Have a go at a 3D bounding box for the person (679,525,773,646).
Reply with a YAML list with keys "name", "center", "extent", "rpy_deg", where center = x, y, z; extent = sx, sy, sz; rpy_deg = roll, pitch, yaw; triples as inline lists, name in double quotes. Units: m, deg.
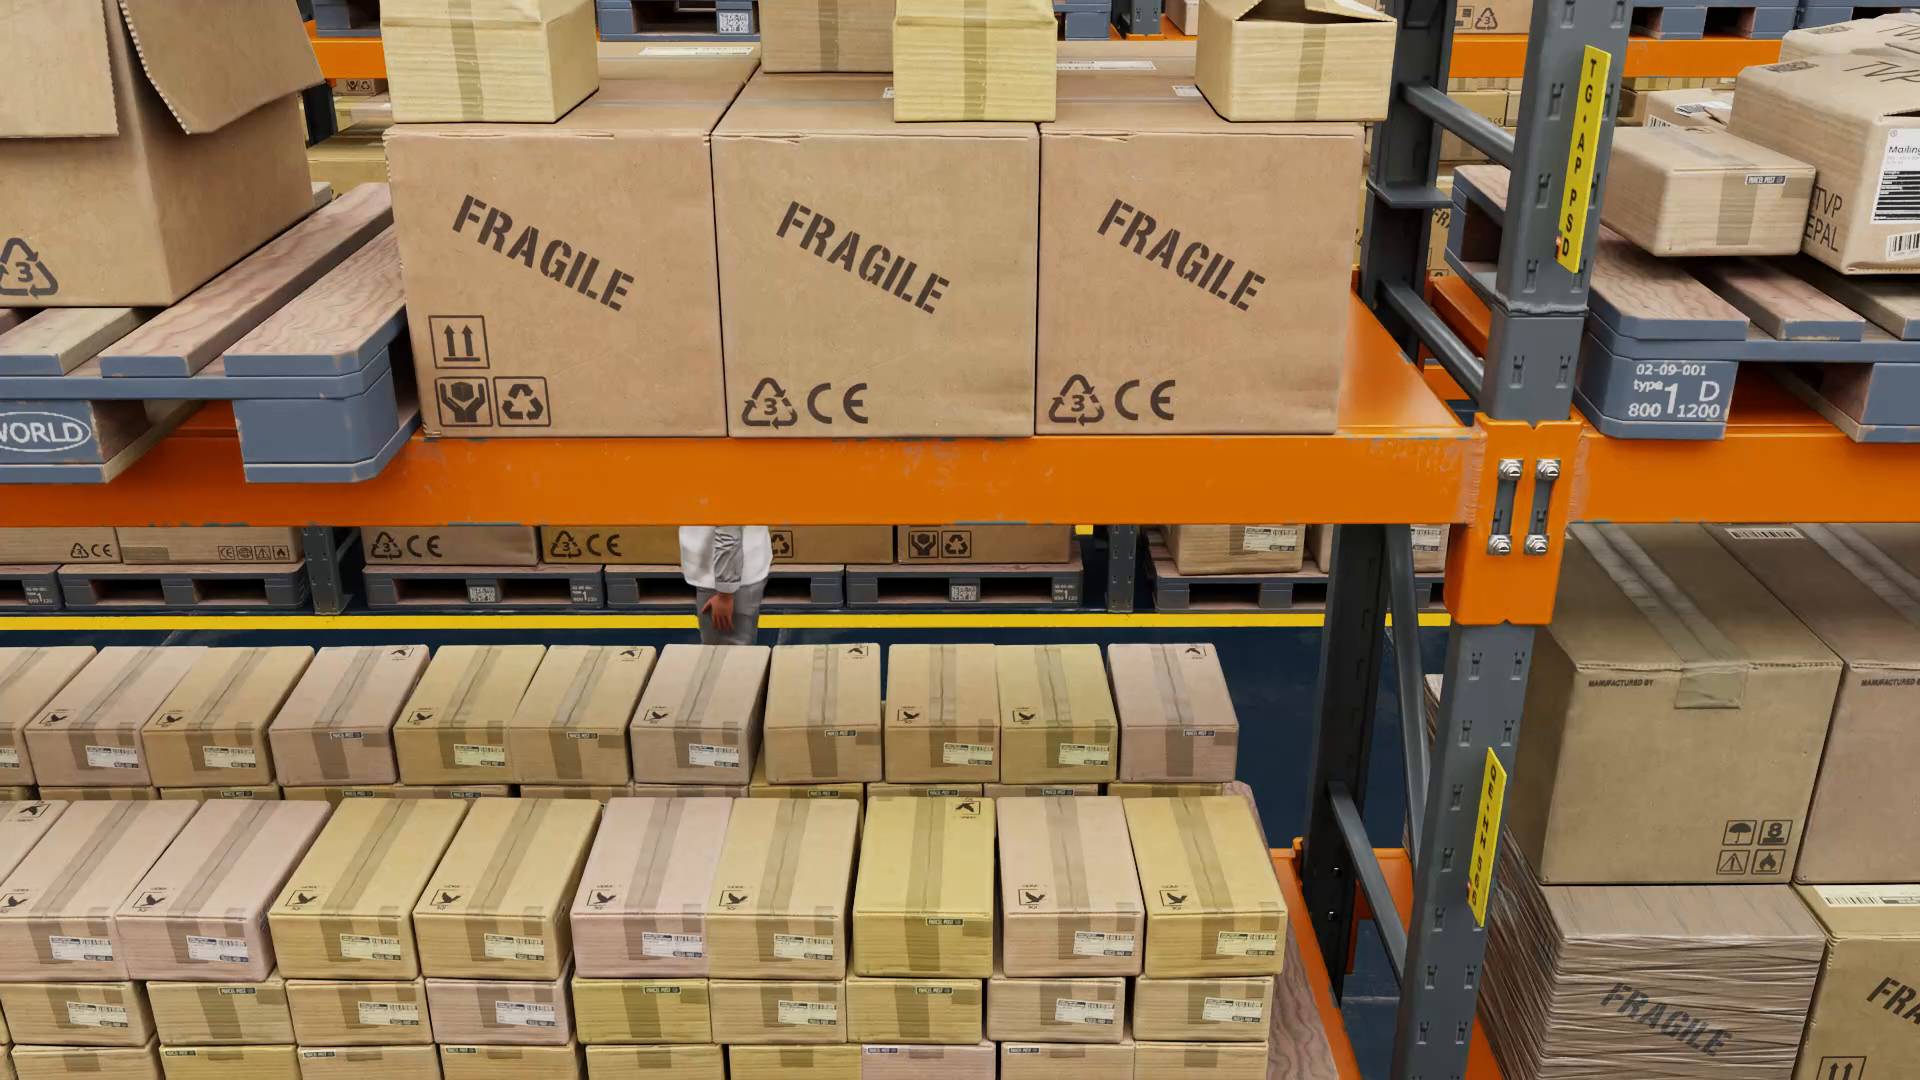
- name: "person"
  center: [-0.960, 0.133, 6.762]
  extent: [0.389, 1.776, 0.533]
  rpy_deg: [1, 24, 1]
